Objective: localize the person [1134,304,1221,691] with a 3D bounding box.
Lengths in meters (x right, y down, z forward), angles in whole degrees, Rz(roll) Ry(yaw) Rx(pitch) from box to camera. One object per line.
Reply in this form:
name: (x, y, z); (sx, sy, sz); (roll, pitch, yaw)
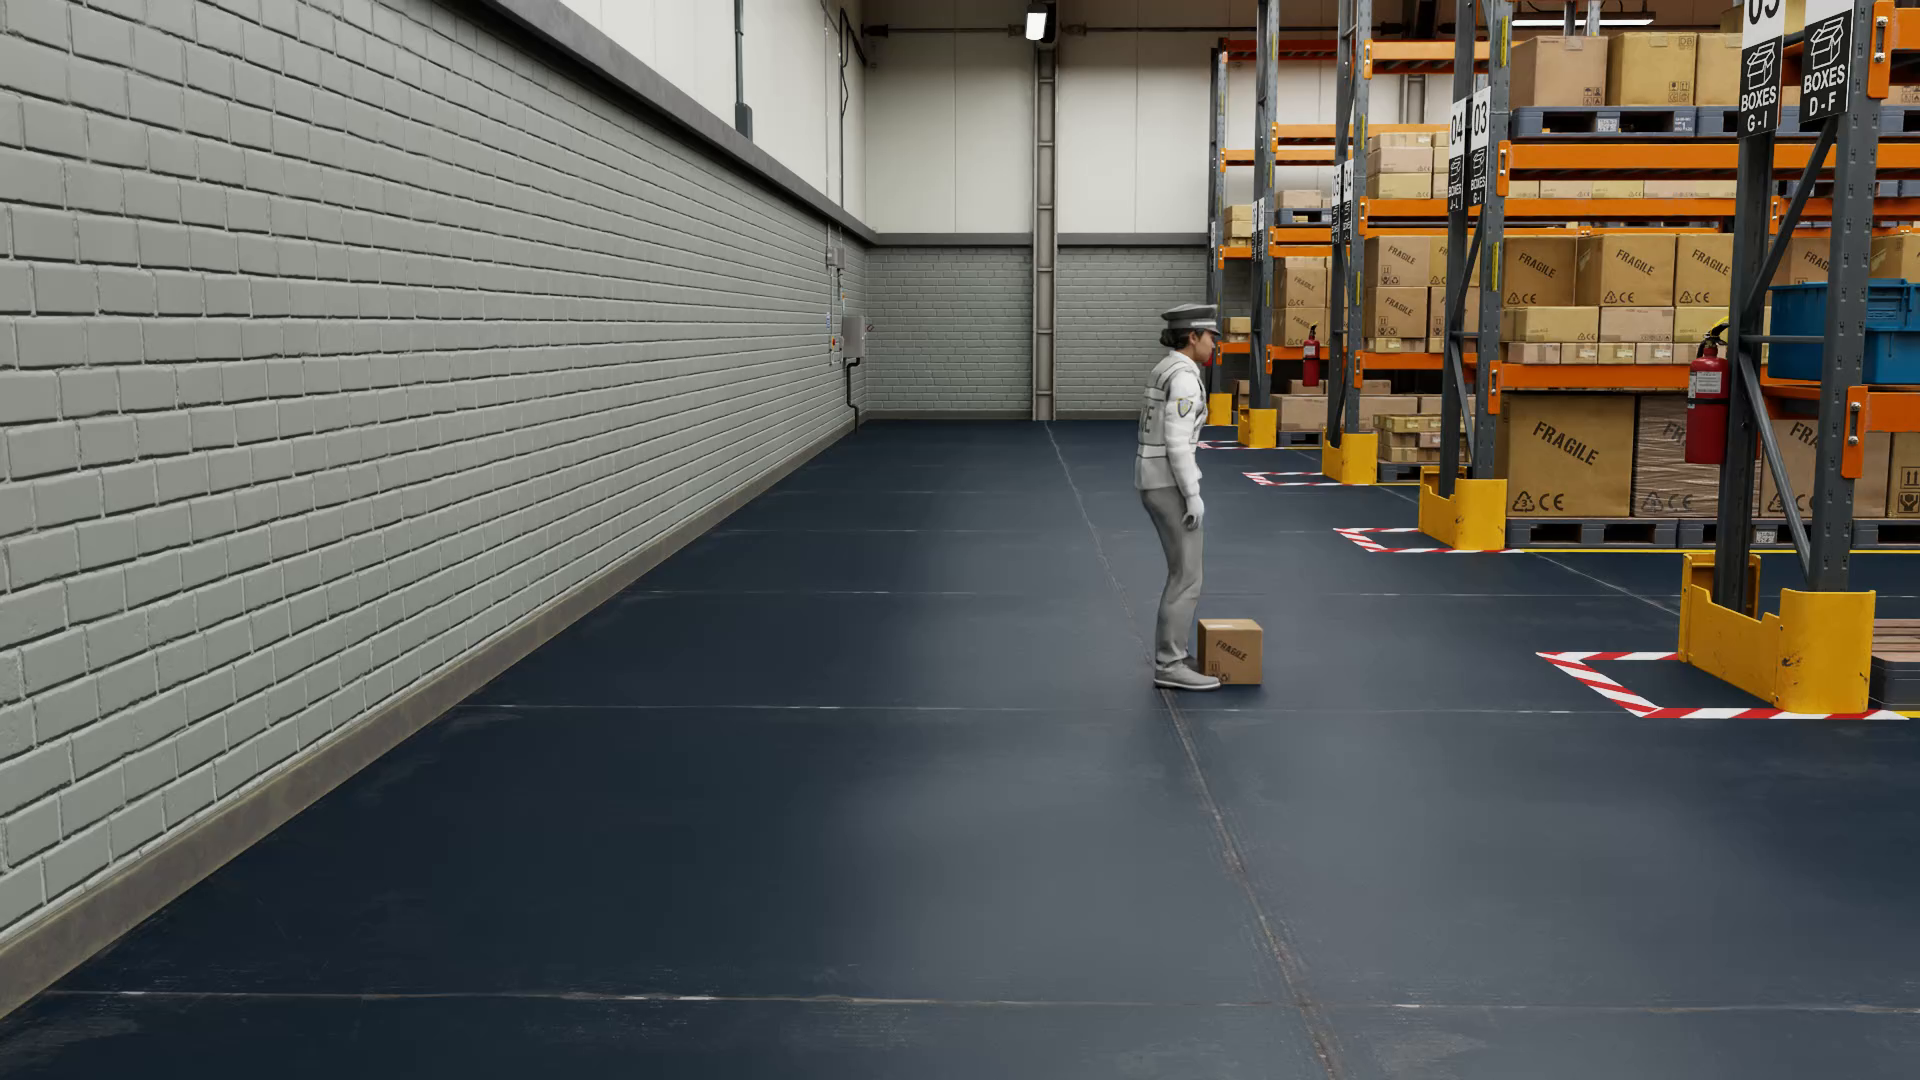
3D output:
person: (0.978, -0.201, 7.326); (0.413, 1.663, 0.518); (0, 7, -1)
